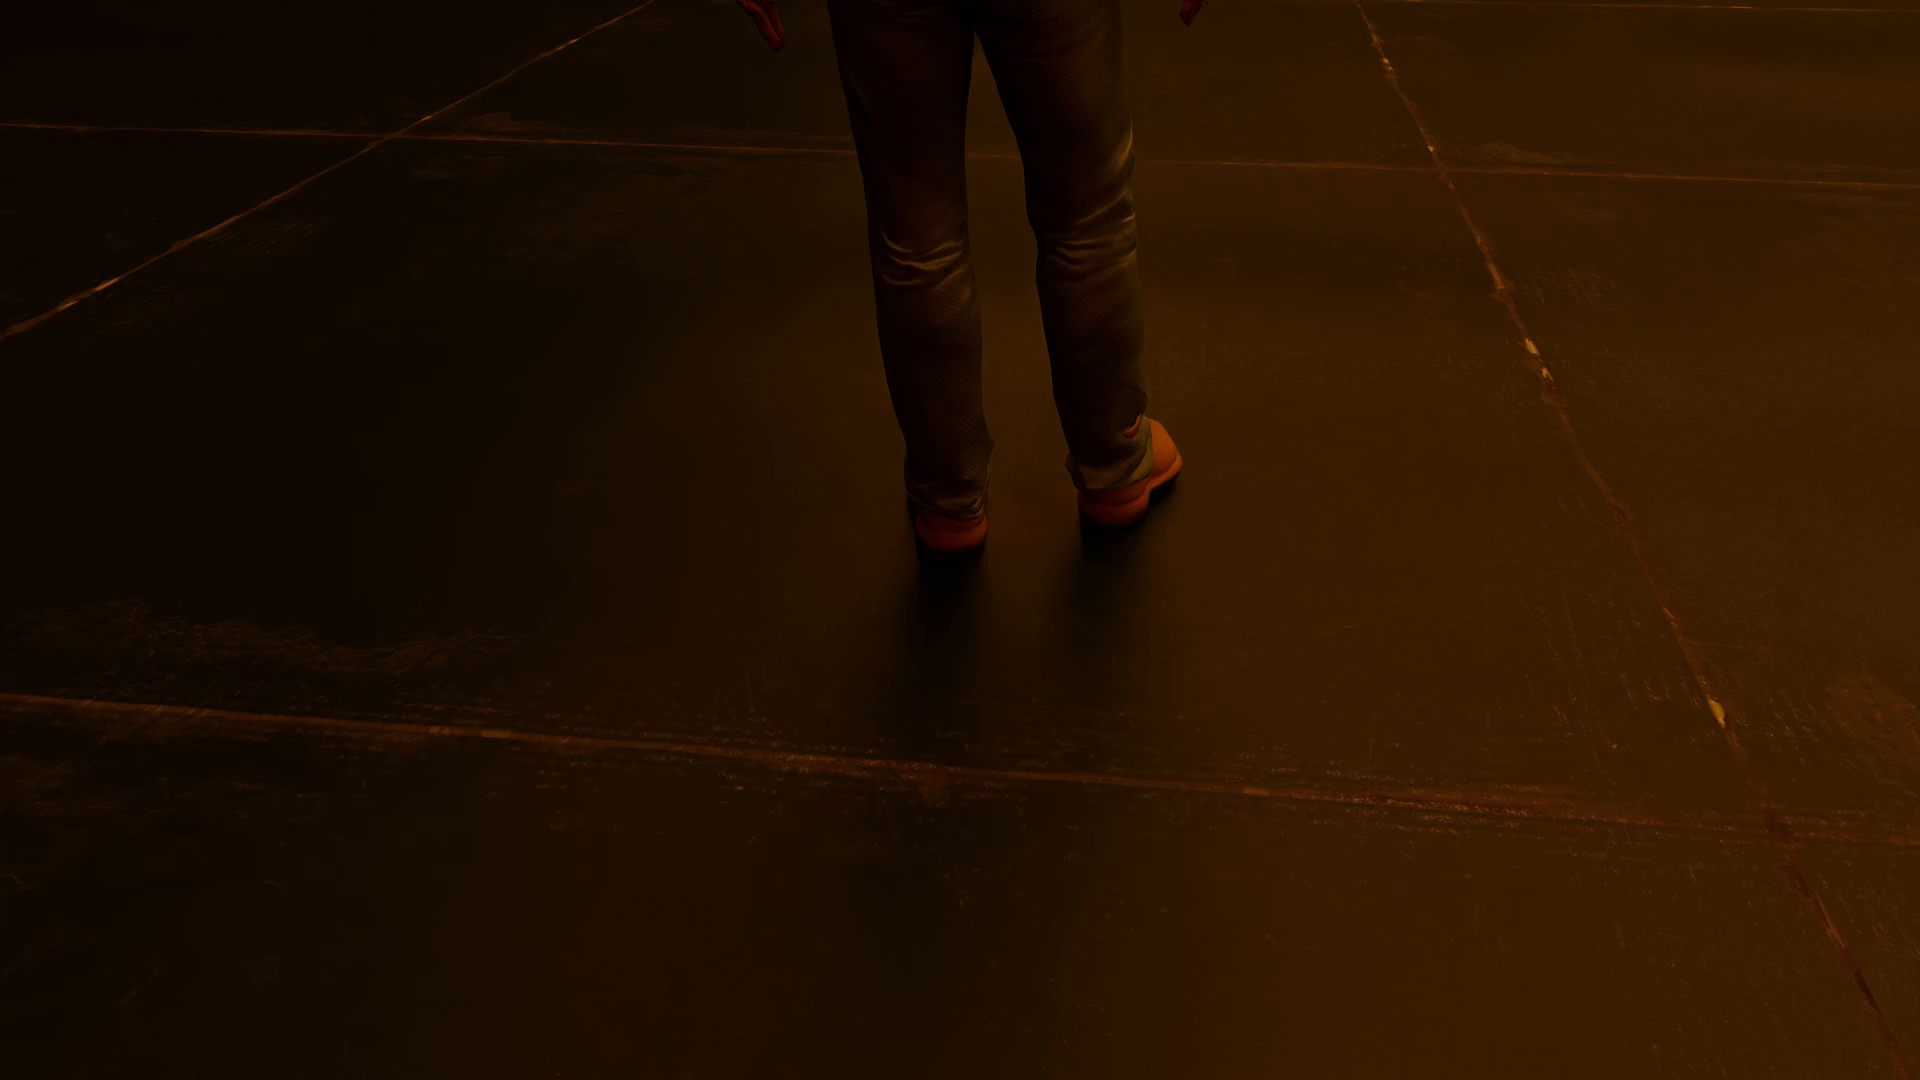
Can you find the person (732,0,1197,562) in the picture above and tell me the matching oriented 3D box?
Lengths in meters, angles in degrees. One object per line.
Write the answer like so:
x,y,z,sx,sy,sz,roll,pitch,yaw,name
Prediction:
0.001,-0.801,2.133,0.631,1.764,0.441,3,27,6,person
